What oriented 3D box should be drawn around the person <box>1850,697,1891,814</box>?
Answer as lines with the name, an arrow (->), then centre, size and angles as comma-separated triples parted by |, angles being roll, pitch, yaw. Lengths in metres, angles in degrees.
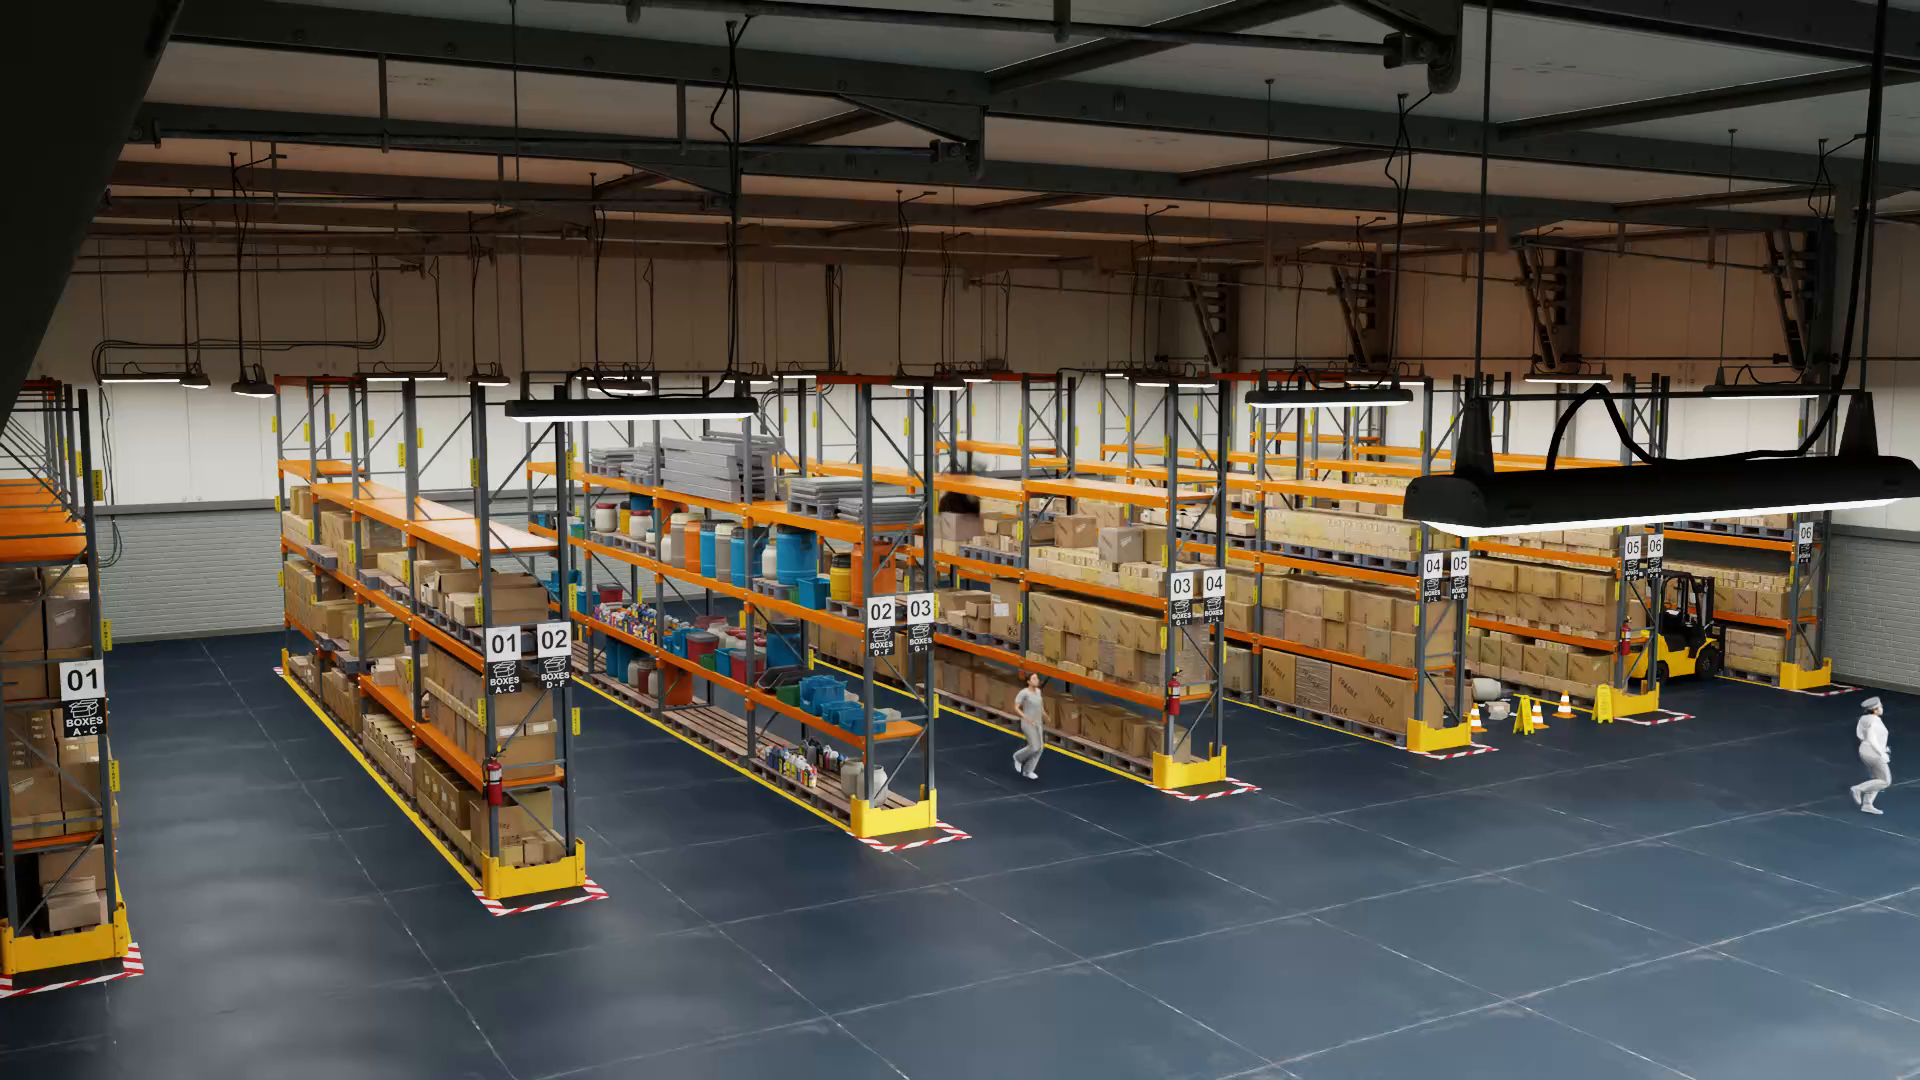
person -> 12.669, 2.993, 23.130 | 0.554, 1.660, 0.616 | 1, 6, 7

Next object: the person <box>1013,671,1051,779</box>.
person -> 1.075, 2.781, 25.072 | 0.546, 1.624, 0.554 | -6, 9, -44
